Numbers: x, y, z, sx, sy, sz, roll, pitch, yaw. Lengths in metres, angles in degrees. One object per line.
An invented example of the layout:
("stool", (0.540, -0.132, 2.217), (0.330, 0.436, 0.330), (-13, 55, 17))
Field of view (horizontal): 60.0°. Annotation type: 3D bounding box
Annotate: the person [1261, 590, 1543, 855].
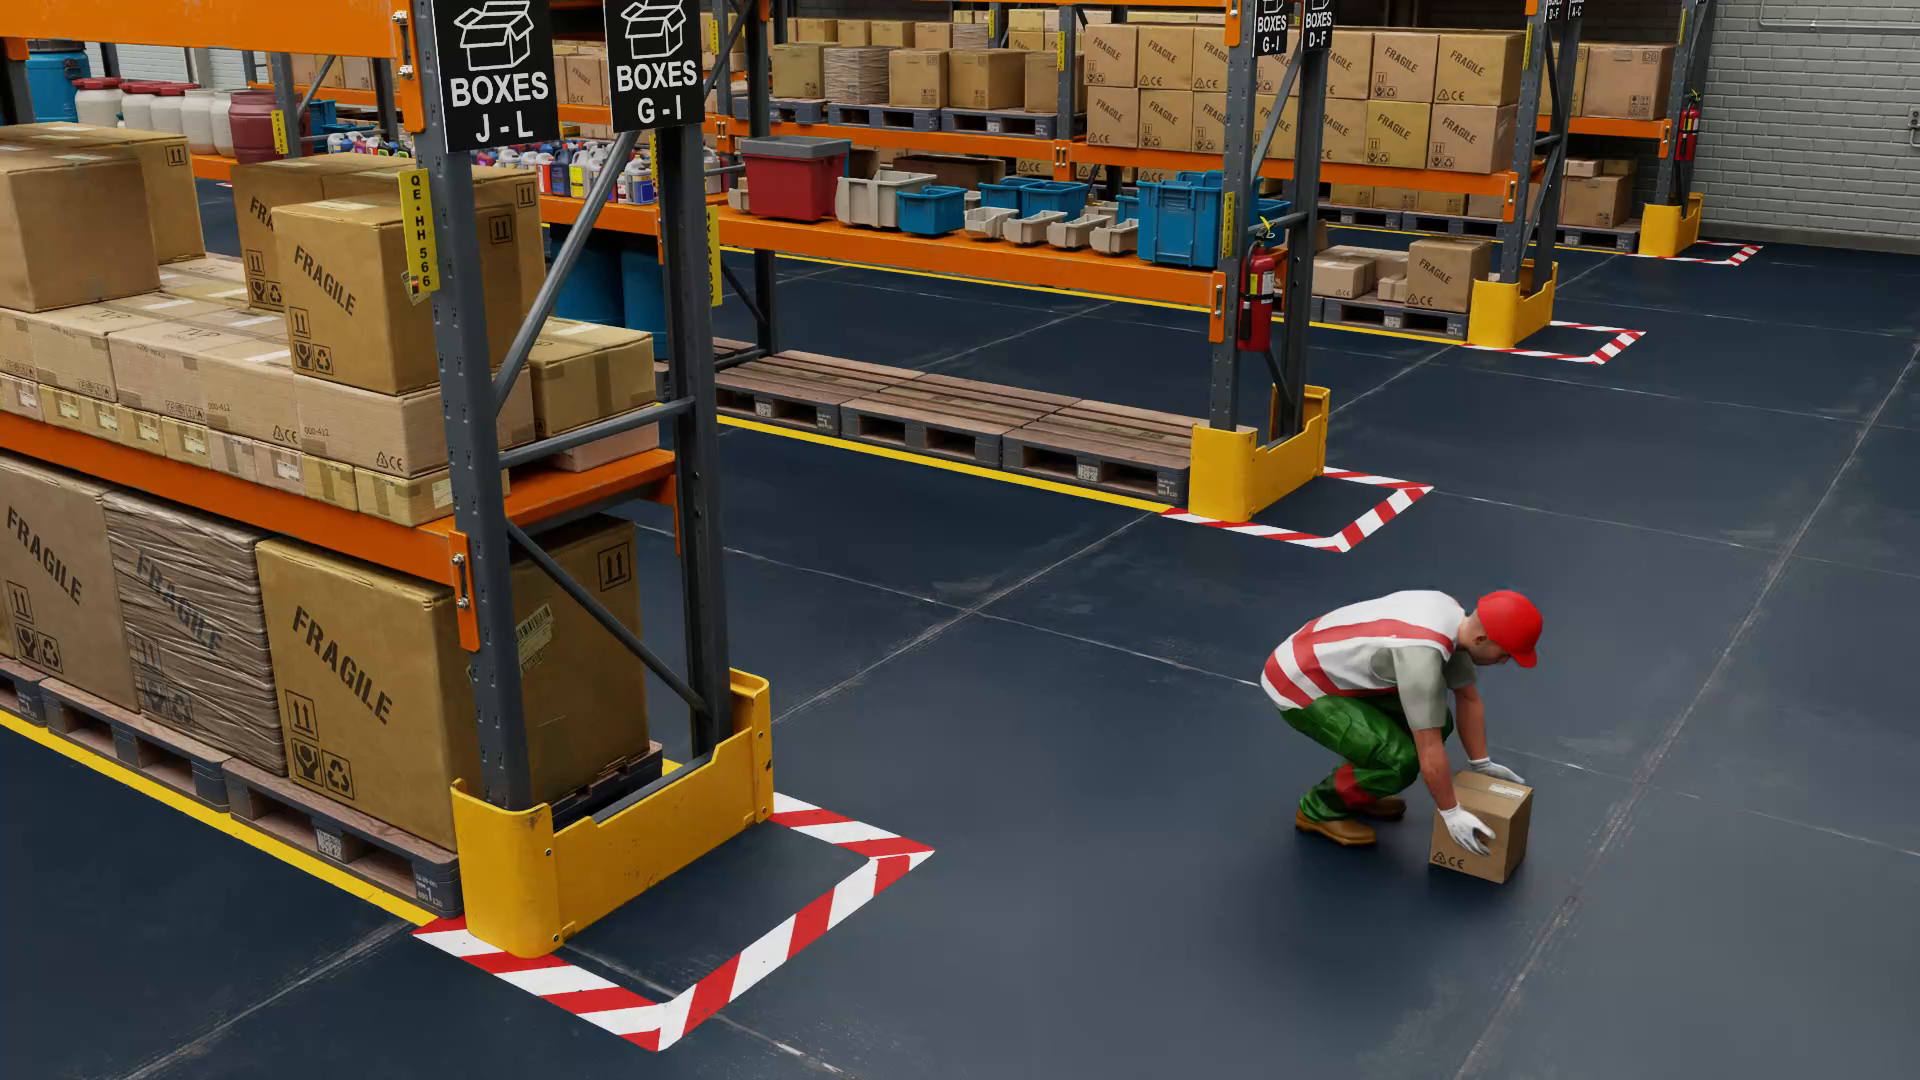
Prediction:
("person", (1.493, 0.563, 5.706), (0.882, 0.955, 0.570), (13, 23, 32))
